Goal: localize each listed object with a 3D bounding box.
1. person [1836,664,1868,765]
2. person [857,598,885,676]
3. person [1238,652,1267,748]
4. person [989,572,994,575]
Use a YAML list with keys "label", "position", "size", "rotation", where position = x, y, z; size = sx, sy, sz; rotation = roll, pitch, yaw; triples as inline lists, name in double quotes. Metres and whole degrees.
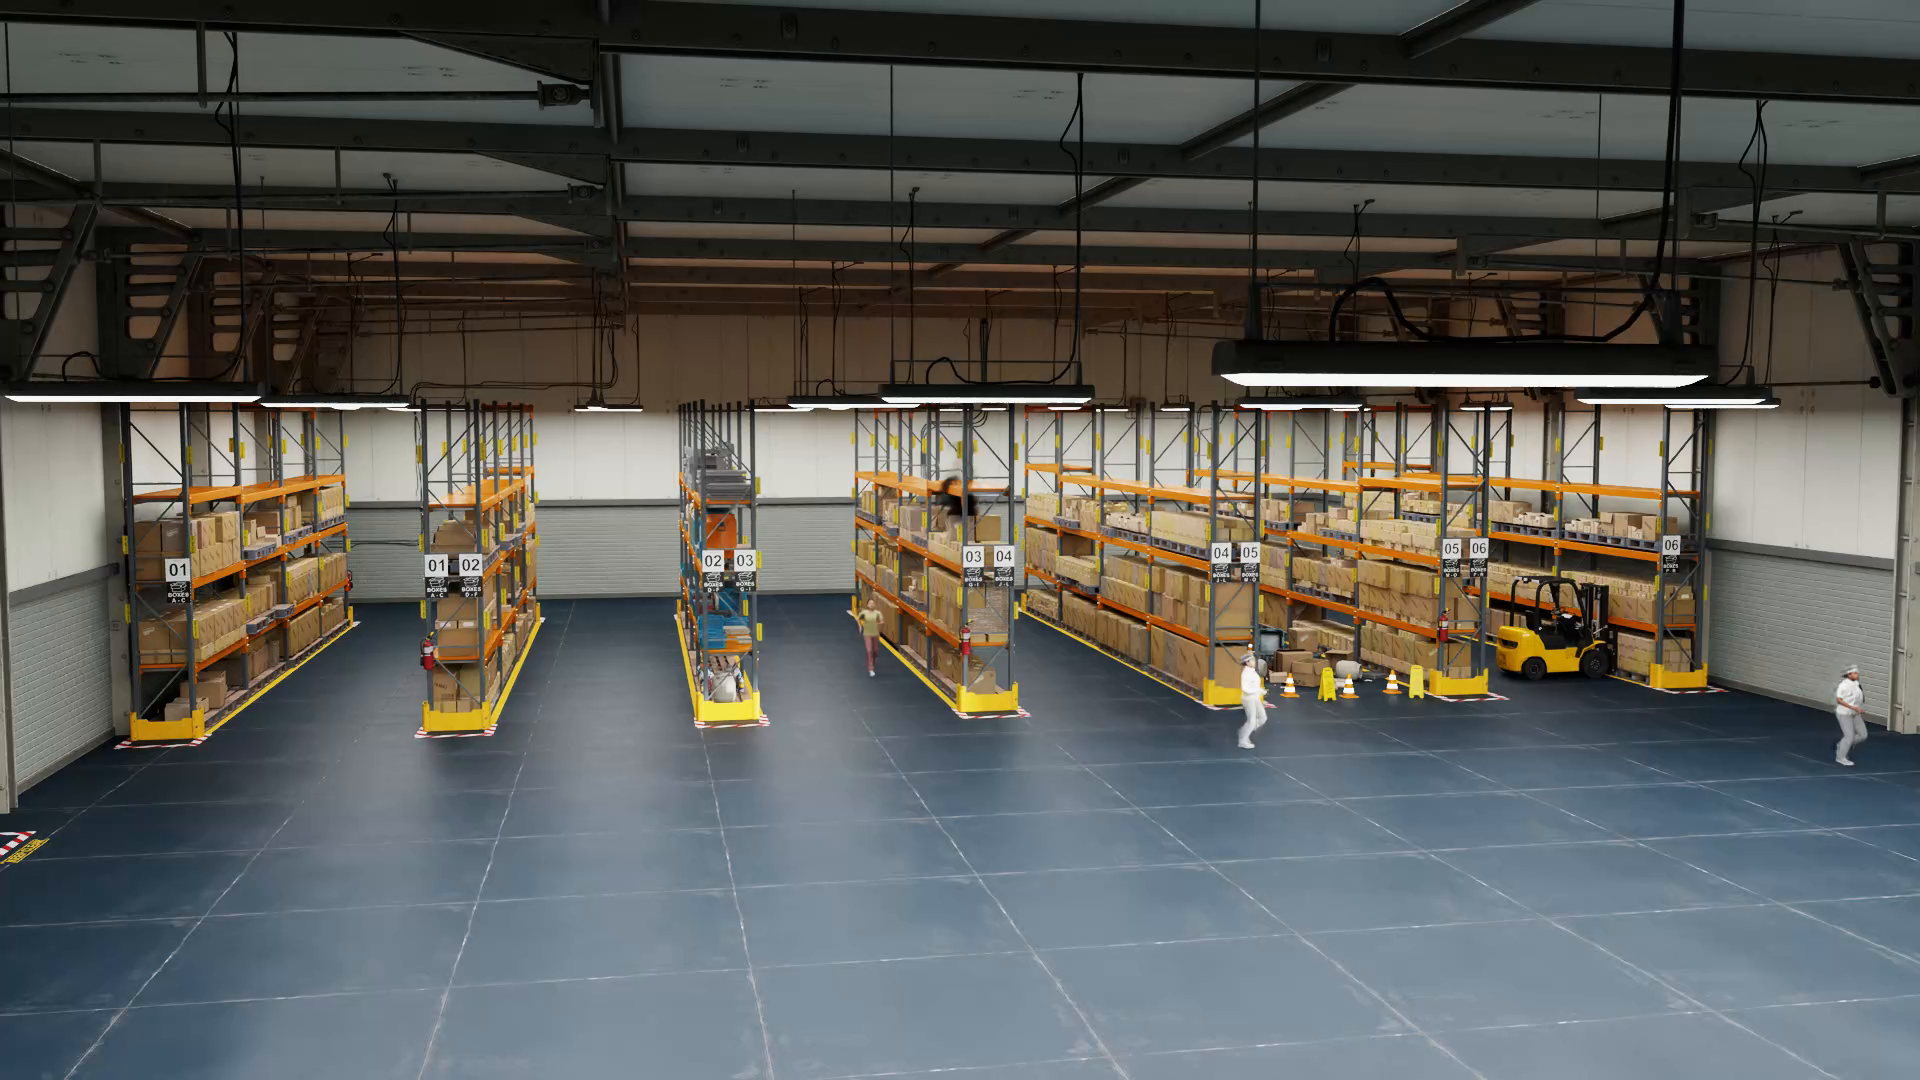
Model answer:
- label: "person"
  position: [14.542, 2.847, 27.142]
  size: [0.580, 1.665, 0.543]
  rotation: [-3, 5, -32]
- label: "person"
  position: [-1.946, 2.114, 36.580]
  size: [0.574, 1.636, 0.969]
  rotation: [-1, 4, -13]
- label: "person"
  position: [5.033, 2.738, 28.473]
  size: [0.554, 1.650, 0.602]
  rotation: [2, 5, 27]
- label: "person"
  position: [1.085, 1.386, 46.020]
  size: [0.667, 1.724, 0.694]
  rotation: [0, 4, -4]
